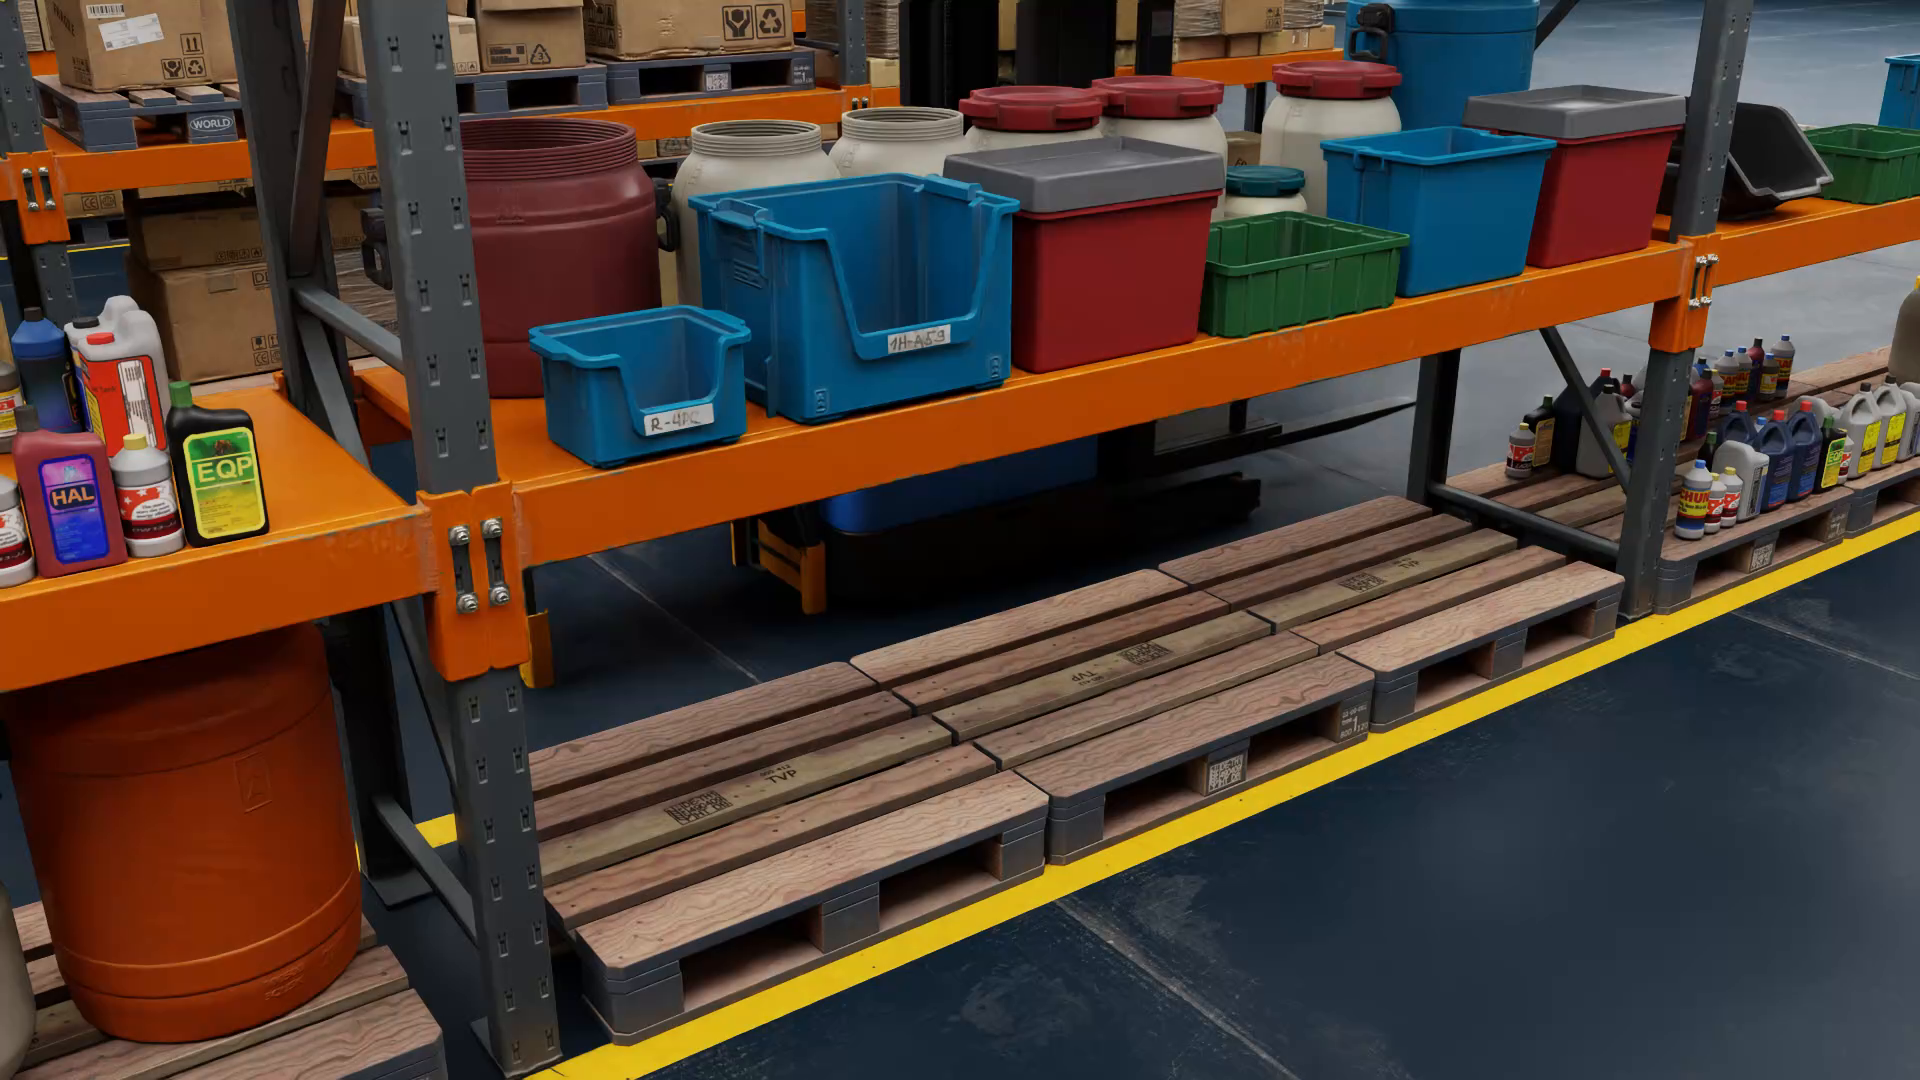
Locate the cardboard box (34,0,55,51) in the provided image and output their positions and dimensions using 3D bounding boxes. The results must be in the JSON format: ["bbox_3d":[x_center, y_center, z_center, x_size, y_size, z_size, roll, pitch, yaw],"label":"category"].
[{"bbox_3d":[-5.971,-3.585,11.198,0.500,0.500,0.500,-15,26,-33],"label":"cardboard box"}]

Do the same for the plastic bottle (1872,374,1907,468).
[{"bbox_3d":[3.597,-0.470,6.508,0.185,0.351,0.144,-14,26,-31],"label":"plastic bottle"}]

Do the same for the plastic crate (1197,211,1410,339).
[{"bbox_3d":[0.801,-0.713,4.422,0.662,0.188,0.450,-15,26,-33],"label":"plastic crate"}]

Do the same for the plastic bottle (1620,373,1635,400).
[{"bbox_3d":[2.668,-0.531,6.752,0.133,0.283,0.061,-13,25,-29],"label":"plastic bottle"}]

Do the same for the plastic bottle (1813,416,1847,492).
[{"bbox_3d":[3.259,-0.330,6.247,0.133,0.283,0.061,-14,25,-31],"label":"plastic bottle"}]

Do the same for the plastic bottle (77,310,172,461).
[{"bbox_3d":[-1.648,-0.308,3.288,0.135,0.276,0.152,-15,26,-33],"label":"plastic bottle"}]

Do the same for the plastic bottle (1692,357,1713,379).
[{"bbox_3d":[3.119,-0.638,7.035,0.097,0.271,0.097,0,22,0],"label":"plastic bottle"}]

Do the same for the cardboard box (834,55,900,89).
[{"bbox_3d":[-0.492,-2.603,9.211,0.250,0.149,0.380,-15,26,-33],"label":"cardboard box"}]

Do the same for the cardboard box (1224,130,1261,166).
[{"bbox_3d":[1.888,-2.533,11.503,0.500,0.500,0.500,-10,24,-23],"label":"cardboard box"}]

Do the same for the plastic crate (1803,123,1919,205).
[{"bbox_3d":[3.317,-1.384,6.103,0.662,0.188,0.450,-15,26,-33],"label":"plastic crate"}]

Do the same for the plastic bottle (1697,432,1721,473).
[{"bbox_3d":[2.748,-0.263,6.080,0.133,0.283,0.061,-15,26,-33],"label":"plastic bottle"}]

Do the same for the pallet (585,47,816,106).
[{"bbox_3d":[-1.548,-2.553,9.005,1.213,0.211,1.003,-15,26,-33],"label":"pallet"}]

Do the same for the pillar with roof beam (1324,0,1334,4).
[{"bbox_3d":[9.749,-13.611,28.364,0.400,9.000,9.100,-15,26,-33],"label":"pillar with roof beam"}]

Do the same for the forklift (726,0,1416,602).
[{"bbox_3d":[0.586,-1.552,6.331,3.031,2.935,1.130,-14,26,-32],"label":"forklift"}]

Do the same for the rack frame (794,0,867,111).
[{"bbox_3d":[-0.843,-2.763,9.274,0.127,3.000,1.000,-15,26,-33],"label":"rack frame"}]

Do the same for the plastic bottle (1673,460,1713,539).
[{"bbox_3d":[2.565,-0.148,5.807,0.097,0.271,0.097,0,22,0],"label":"plastic bottle"}]

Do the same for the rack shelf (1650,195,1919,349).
[{"bbox_3d":[3.673,-1.372,6.758,4.000,0.370,1.077,-15,26,-33],"label":"rack shelf"}]

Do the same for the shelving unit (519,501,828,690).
[{"bbox_3d":[-1.063,-0.427,5.443,1.083,1.500,0.587,-14,26,-32],"label":"shelving unit"}]

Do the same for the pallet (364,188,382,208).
[{"bbox_3d":[-4.240,-2.793,13.110,1.213,0.211,1.003,-15,26,-33],"label":"pallet"}]

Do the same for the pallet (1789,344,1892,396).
[{"bbox_3d":[4.600,-0.639,7.713,1.213,0.211,1.003,-15,26,-33],"label":"pallet"}]

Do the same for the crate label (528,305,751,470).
[{"bbox_3d":[-0.636,-0.308,3.347,0.416,0.233,0.303,-15,26,-33],"label":"crate label"}]

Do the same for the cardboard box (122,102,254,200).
[{"bbox_3d":[-5.650,-2.857,11.977,0.750,0.750,1.050,-14,26,-32],"label":"cardboard box"}]

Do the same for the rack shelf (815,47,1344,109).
[{"bbox_3d":[0.781,-2.862,10.492,4.000,0.370,1.077,-15,26,-33],"label":"rack shelf"}]

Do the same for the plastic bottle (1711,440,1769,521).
[{"bbox_3d":[2.811,-0.228,6.002,0.135,0.276,0.152,-14,26,-31],"label":"plastic bottle"}]

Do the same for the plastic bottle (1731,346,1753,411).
[{"bbox_3d":[3.365,-0.703,7.199,0.097,0.271,0.097,0,22,0],"label":"plastic bottle"}]

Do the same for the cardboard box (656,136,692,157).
[{"bbox_3d":[-2.376,-3.797,14.165,0.875,0.875,0.875,-15,26,-32],"label":"cardboard box"}]

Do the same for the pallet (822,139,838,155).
[{"bbox_3d":[-1.014,-3.651,15.262,1.213,0.211,1.003,-15,26,-33],"label":"pallet"}]

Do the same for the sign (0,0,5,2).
[{"bbox_3d":[-3.763,-2.269,6.473,0.005,0.325,0.100,-15,26,-33],"label":"sign"}]

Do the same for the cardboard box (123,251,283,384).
[{"bbox_3d":[-3.557,-1.092,7.865,0.500,0.500,0.700,-17,27,-36],"label":"cardboard box"}]

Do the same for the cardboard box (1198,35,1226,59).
[{"bbox_3d":[1.478,-3.174,10.642,0.250,0.149,0.380,-15,26,-33],"label":"cardboard box"}]

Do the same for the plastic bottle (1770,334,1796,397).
[{"bbox_3d":[3.643,-0.778,7.385,0.097,0.271,0.097,0,22,0],"label":"plastic bottle"}]

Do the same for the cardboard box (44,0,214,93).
[{"bbox_3d":[-3.675,-2.268,7.331,0.500,0.500,0.500,-19,29,-39],"label":"cardboard box"}]

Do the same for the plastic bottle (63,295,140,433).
[{"bbox_3d":[-1.737,-0.353,3.402,0.135,0.276,0.152,-15,26,-33],"label":"plastic bottle"}]

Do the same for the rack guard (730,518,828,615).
[{"bbox_3d":[-0.653,0.049,5.937,0.087,0.250,0.587,-14,26,-32],"label":"rack guard"}]

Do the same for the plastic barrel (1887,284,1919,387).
[{"bbox_3d":[4.400,-0.905,7.407,0.421,0.512,0.421,0,22,0],"label":"plastic barrel"}]

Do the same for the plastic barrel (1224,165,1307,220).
[{"bbox_3d":[0.886,-0.969,4.963,0.301,0.262,0.301,0,22,0],"label":"plastic barrel"}]

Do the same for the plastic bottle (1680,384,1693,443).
[{"bbox_3d":[2.903,-0.528,6.745,0.133,0.283,0.061,-15,26,-33],"label":"plastic bottle"}]

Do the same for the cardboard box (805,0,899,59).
[{"bbox_3d":[-0.441,-3.027,9.398,0.500,0.500,0.875,-15,26,-33],"label":"cardboard box"}]

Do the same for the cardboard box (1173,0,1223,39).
[{"bbox_3d":[1.175,-3.463,10.492,0.500,0.500,0.875,-15,26,-33],"label":"cardboard box"}]

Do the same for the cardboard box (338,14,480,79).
[{"bbox_3d":[-2.595,-2.317,7.790,0.500,0.250,0.500,-16,27,-34],"label":"cardboard box"}]

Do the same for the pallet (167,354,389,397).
[{"bbox_3d":[-3.454,-0.771,8.044,1.213,0.211,1.003,-15,26,-33],"label":"pallet"}]

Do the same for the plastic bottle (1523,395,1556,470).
[{"bbox_3d":[2.248,-0.419,6.472,0.133,0.283,0.061,-13,25,-30],"label":"plastic bottle"}]

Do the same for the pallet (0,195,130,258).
[{"bbox_3d":[-6.220,-2.265,11.786,1.213,0.211,1.003,-15,26,-33],"label":"pallet"}]

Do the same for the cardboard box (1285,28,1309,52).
[{"bbox_3d":[2.090,-3.335,11.045,0.250,0.149,0.380,-15,26,-33],"label":"cardboard box"}]

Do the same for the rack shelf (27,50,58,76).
[{"bbox_3d":[-5.281,-3.510,12.117,4.000,0.370,1.077,-15,26,-33],"label":"rack shelf"}]

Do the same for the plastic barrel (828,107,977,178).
[{"bbox_3d":[-0.145,-0.838,4.297,0.421,0.512,0.421,0,22,0],"label":"plastic barrel"}]

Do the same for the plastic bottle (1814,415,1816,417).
[{"bbox_3d":[3.198,-0.344,6.300,0.097,0.271,0.097,0,22,0],"label":"plastic bottle"}]

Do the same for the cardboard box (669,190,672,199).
[{"bbox_3d":[-1.354,-1.680,9.339,0.500,0.500,0.700,-17,28,-37],"label":"cardboard box"}]

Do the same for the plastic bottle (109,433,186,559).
[{"bbox_3d":[-1.381,-0.080,2.817,0.097,0.201,0.097,0,22,0],"label":"plastic bottle"}]

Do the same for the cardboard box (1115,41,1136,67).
[{"bbox_3d":[0.894,-2.999,10.204,0.250,0.149,0.380,-15,26,-33],"label":"cardboard box"}]
